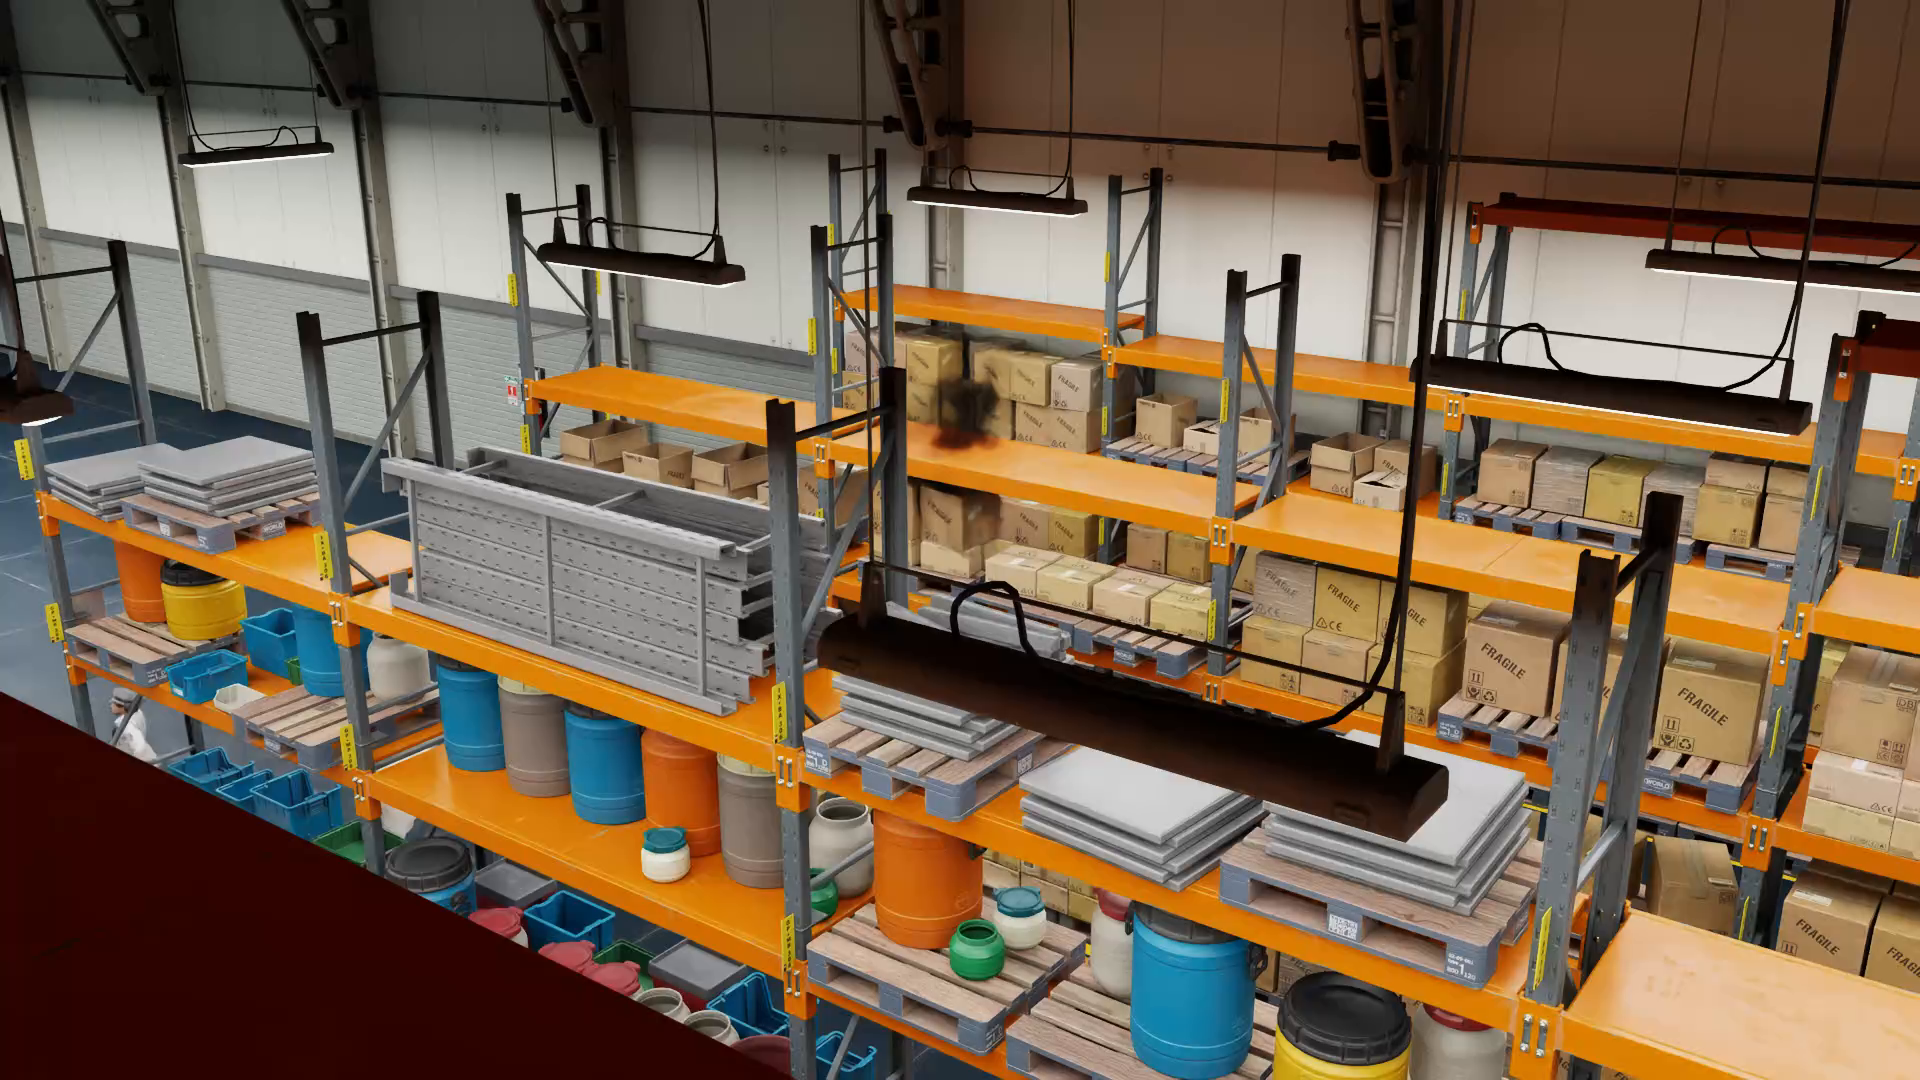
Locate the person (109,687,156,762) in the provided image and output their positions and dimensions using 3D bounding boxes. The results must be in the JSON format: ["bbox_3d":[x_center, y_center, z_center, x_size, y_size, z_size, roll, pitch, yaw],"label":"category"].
[{"bbox_3d":[-7.870,1.797,15.755,0.451,0.841,0.640,-2,19,-6],"label":"person"}]

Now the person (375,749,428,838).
[{"bbox_3d":[-5.063,2.426,15.071,0.825,1.735,0.715,11,22,31],"label":"person"}]
